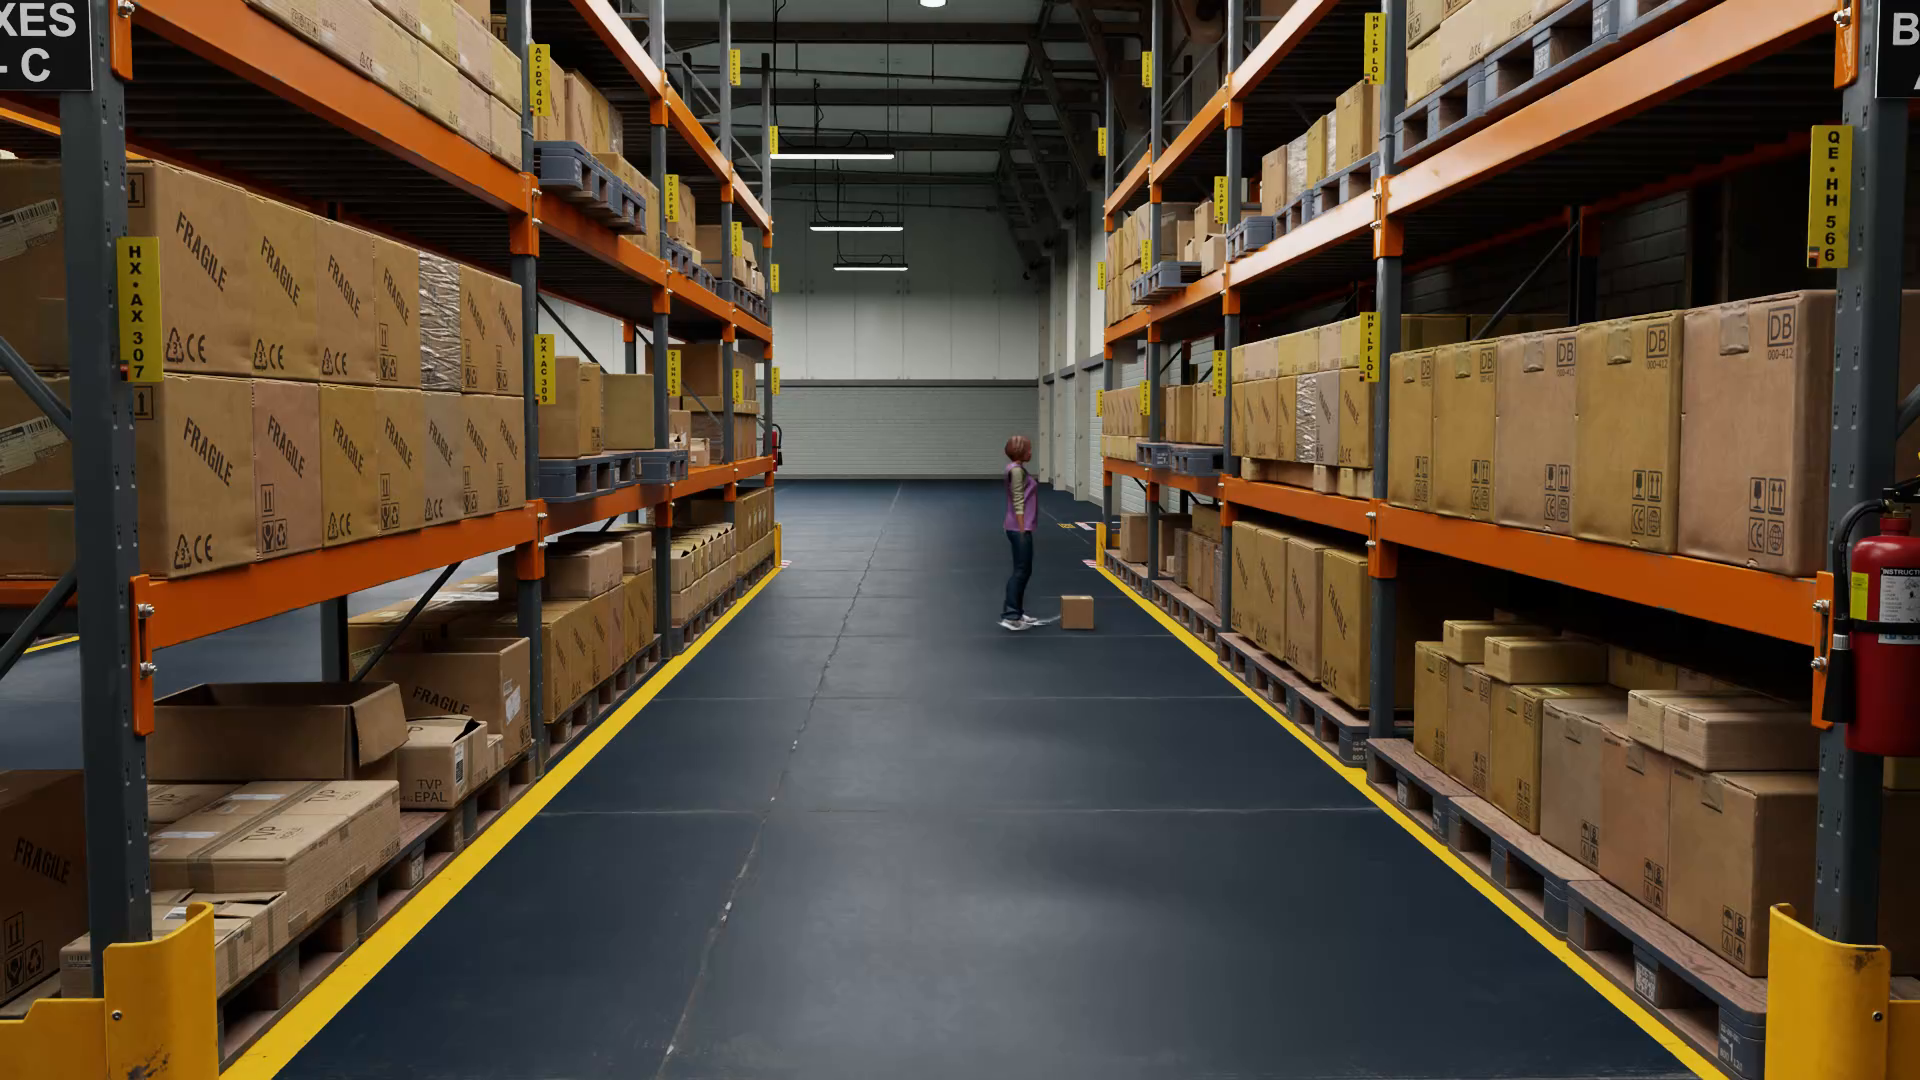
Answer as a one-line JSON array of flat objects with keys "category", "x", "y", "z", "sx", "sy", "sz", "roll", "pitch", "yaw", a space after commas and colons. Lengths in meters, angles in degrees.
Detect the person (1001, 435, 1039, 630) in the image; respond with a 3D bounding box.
[{"category": "person", "x": 0.498, "y": -0.050, "z": 13.765, "sx": 0.326, "sy": 1.609, "sz": 0.406, "roll": 0, "pitch": 4, "yaw": 0}]
